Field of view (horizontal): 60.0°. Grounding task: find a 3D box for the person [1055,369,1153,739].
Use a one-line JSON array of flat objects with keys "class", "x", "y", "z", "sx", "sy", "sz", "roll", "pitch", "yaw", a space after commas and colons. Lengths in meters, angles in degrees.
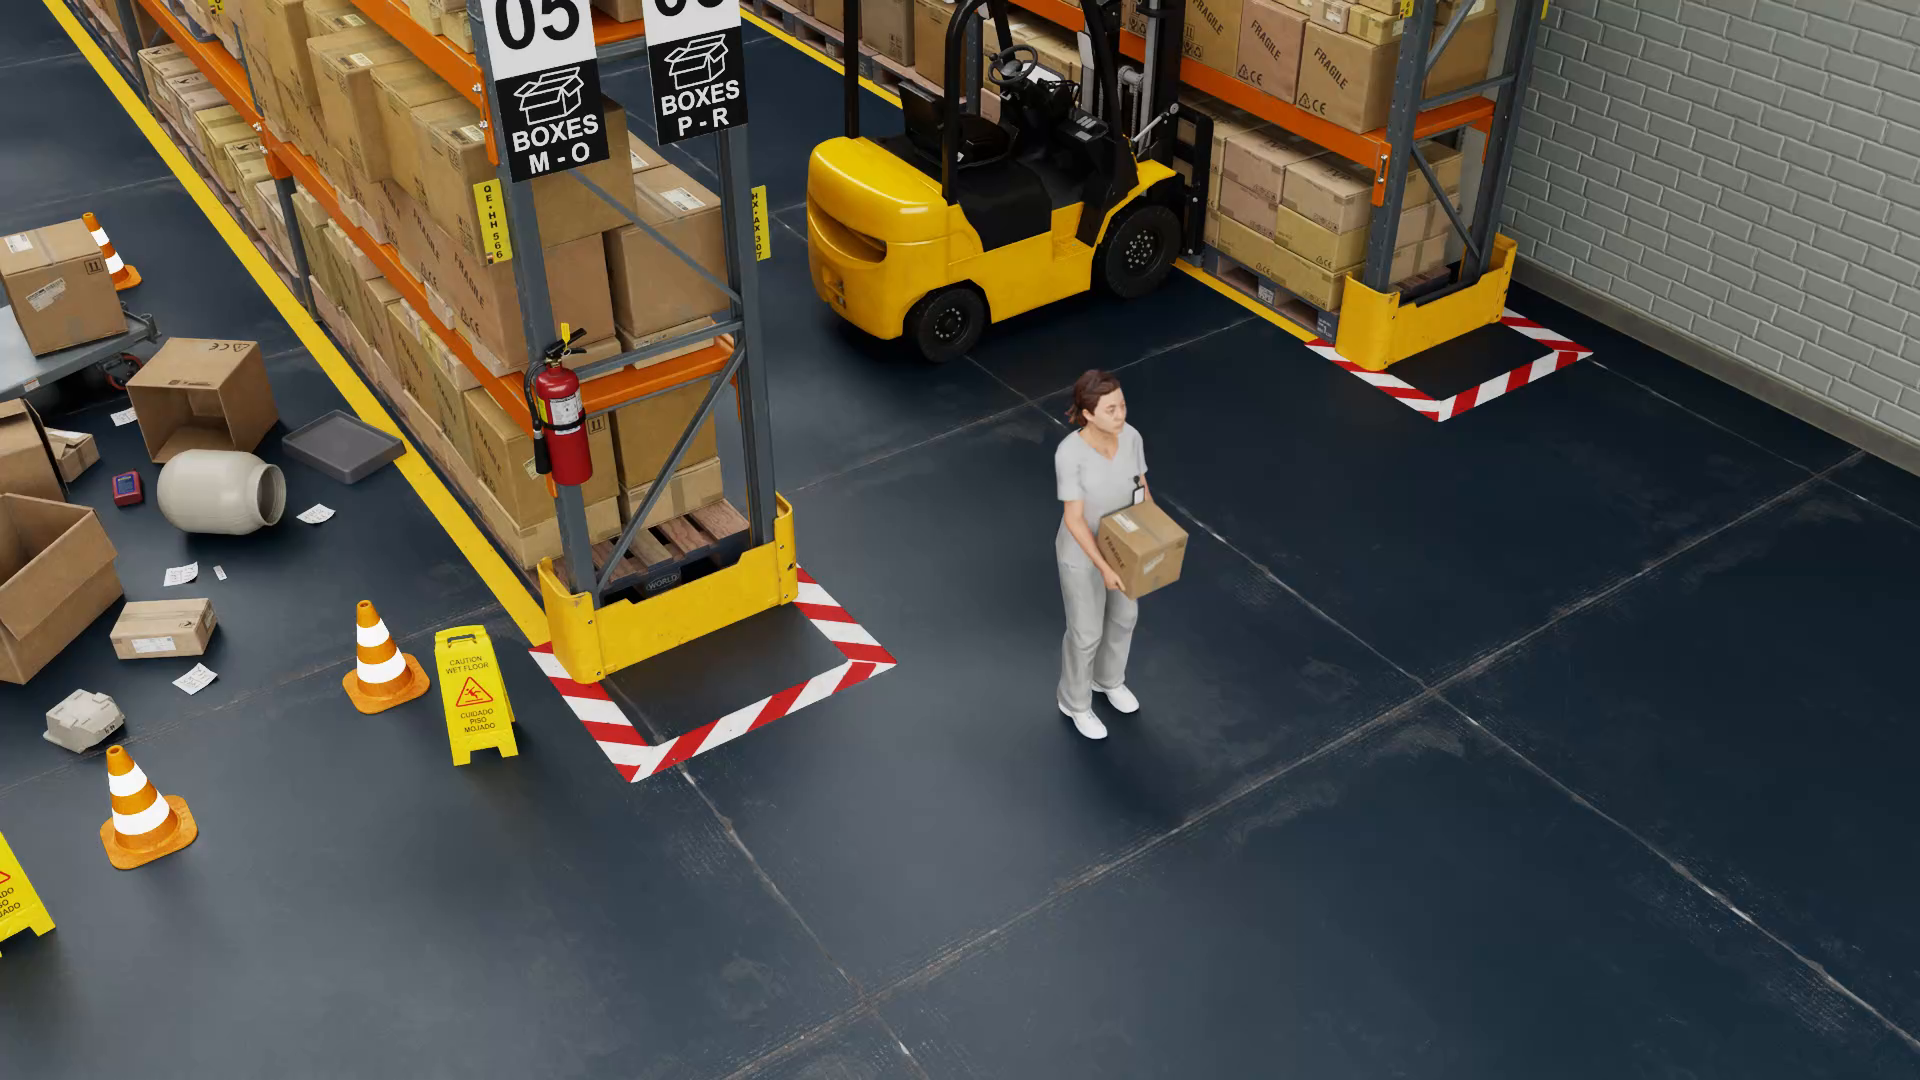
[{"class": "person", "x": 0.612, "y": 0.087, "z": 6.896, "sx": 0.436, "sy": 1.664, "sz": 0.558, "roll": -22, "pitch": 42, "yaw": -27}]
